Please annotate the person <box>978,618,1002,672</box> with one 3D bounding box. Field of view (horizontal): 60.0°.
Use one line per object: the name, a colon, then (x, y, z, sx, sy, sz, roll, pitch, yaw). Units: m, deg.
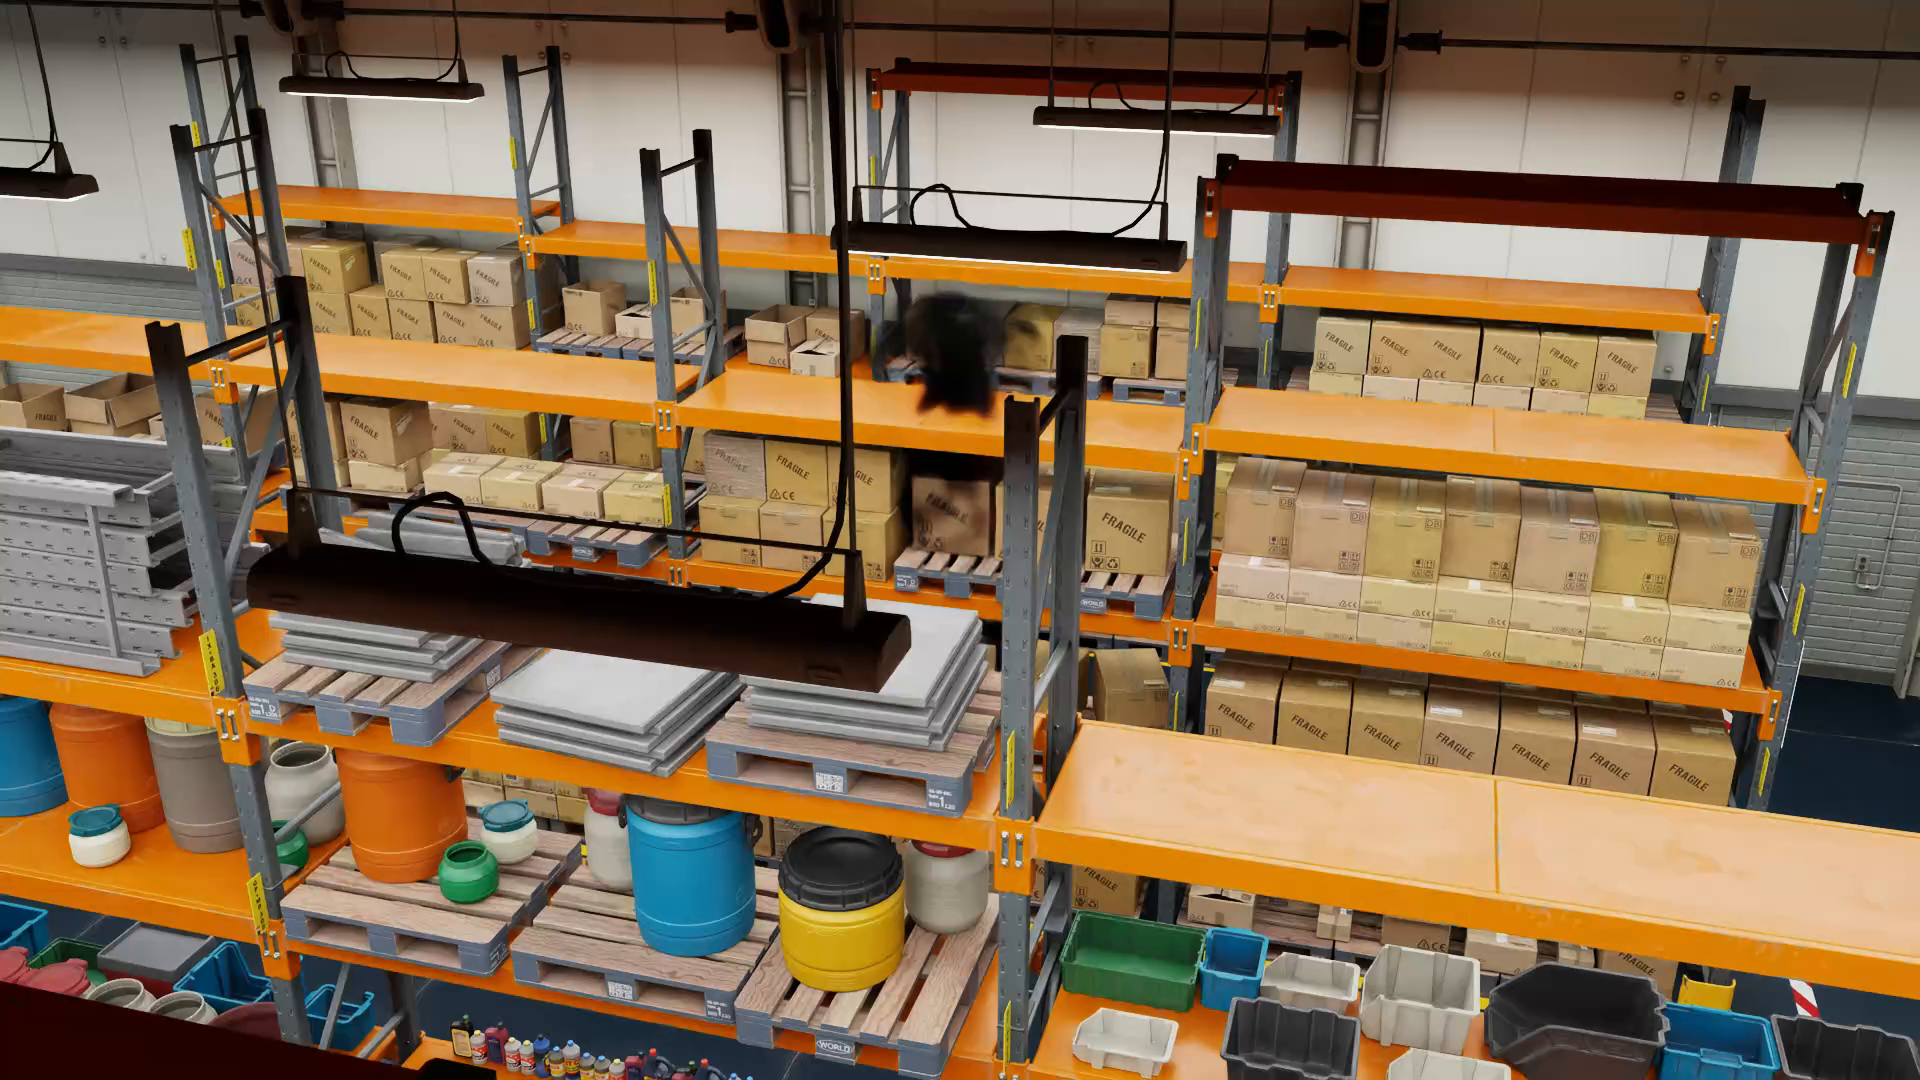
person: (0.374, 0.962, 16.338, 0.723, 1.673, 0.648, 2, 23, 5)
